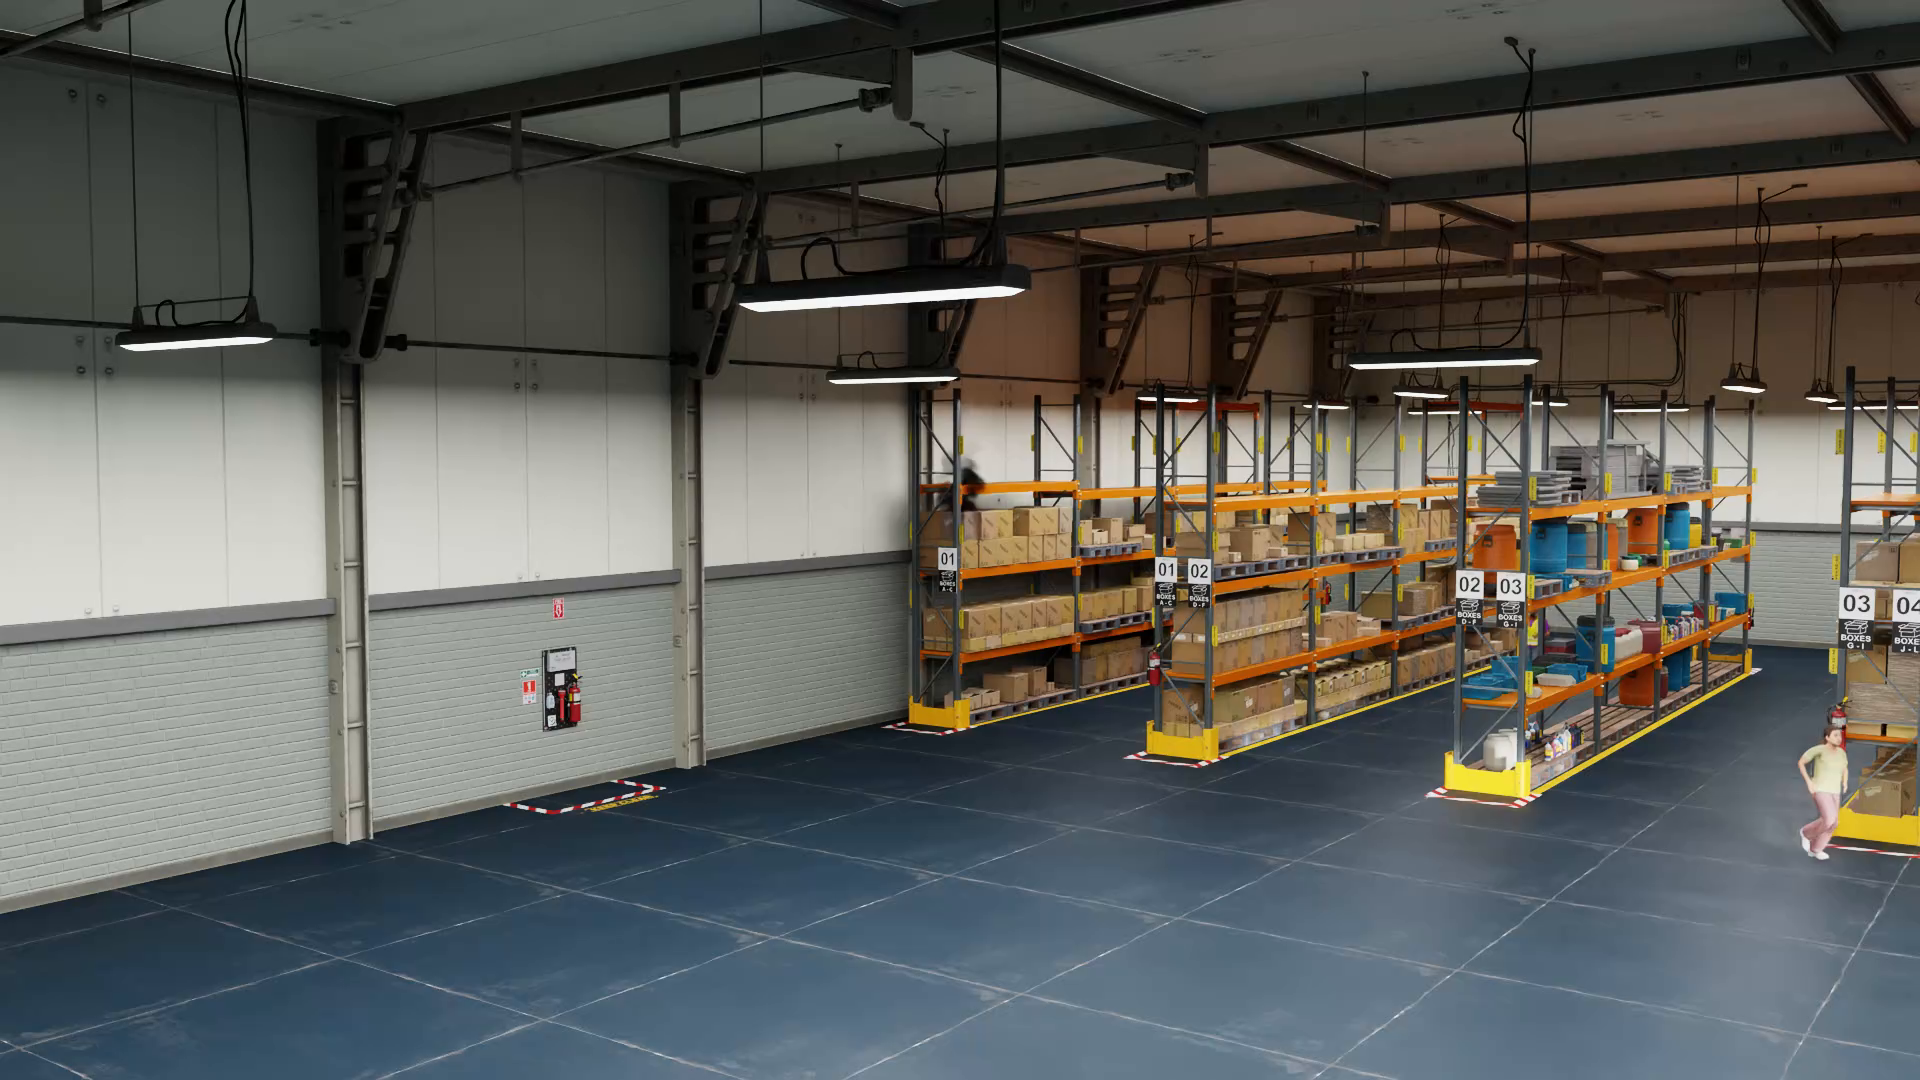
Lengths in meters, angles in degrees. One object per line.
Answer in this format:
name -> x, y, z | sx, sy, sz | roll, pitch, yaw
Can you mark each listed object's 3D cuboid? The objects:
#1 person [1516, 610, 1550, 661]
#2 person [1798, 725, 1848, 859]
person -> 11.660, 2.179, 33.939 | 0.694, 1.798, 0.801 | 2, 4, 27
person -> 10.471, 3.043, 20.108 | 0.596, 1.628, 0.521 | -1, 3, -13
